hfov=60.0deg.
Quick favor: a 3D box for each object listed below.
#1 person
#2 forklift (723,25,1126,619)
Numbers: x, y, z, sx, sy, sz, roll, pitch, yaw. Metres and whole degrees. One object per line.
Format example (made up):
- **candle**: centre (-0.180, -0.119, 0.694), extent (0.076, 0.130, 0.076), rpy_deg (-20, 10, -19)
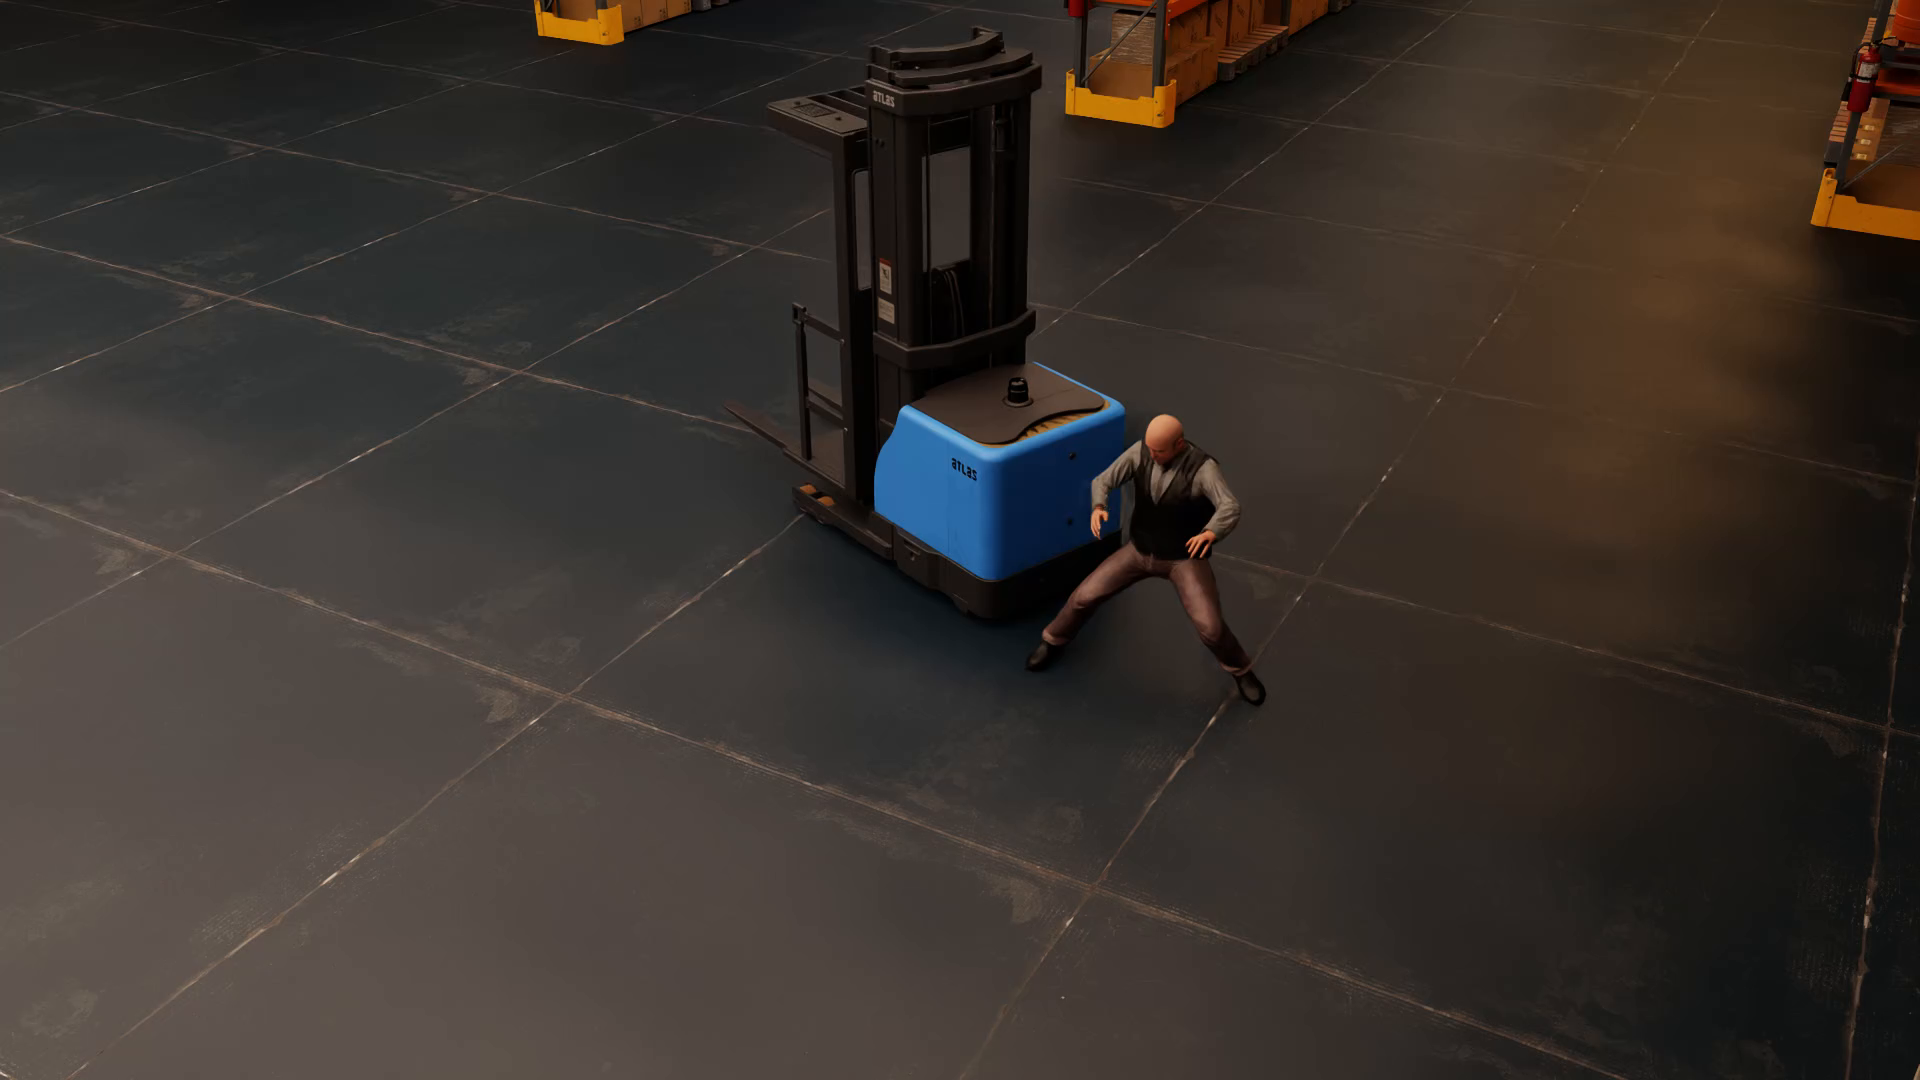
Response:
- **person**: centre (1.000, 0.083, 8.369), extent (1.214, 1.493, 0.711), rpy_deg (22, 36, 33)
- **forklift**: centre (-0.382, -1.507, 9.682), extent (1.130, 2.935, 3.031), rpy_deg (-22, 37, -33)
